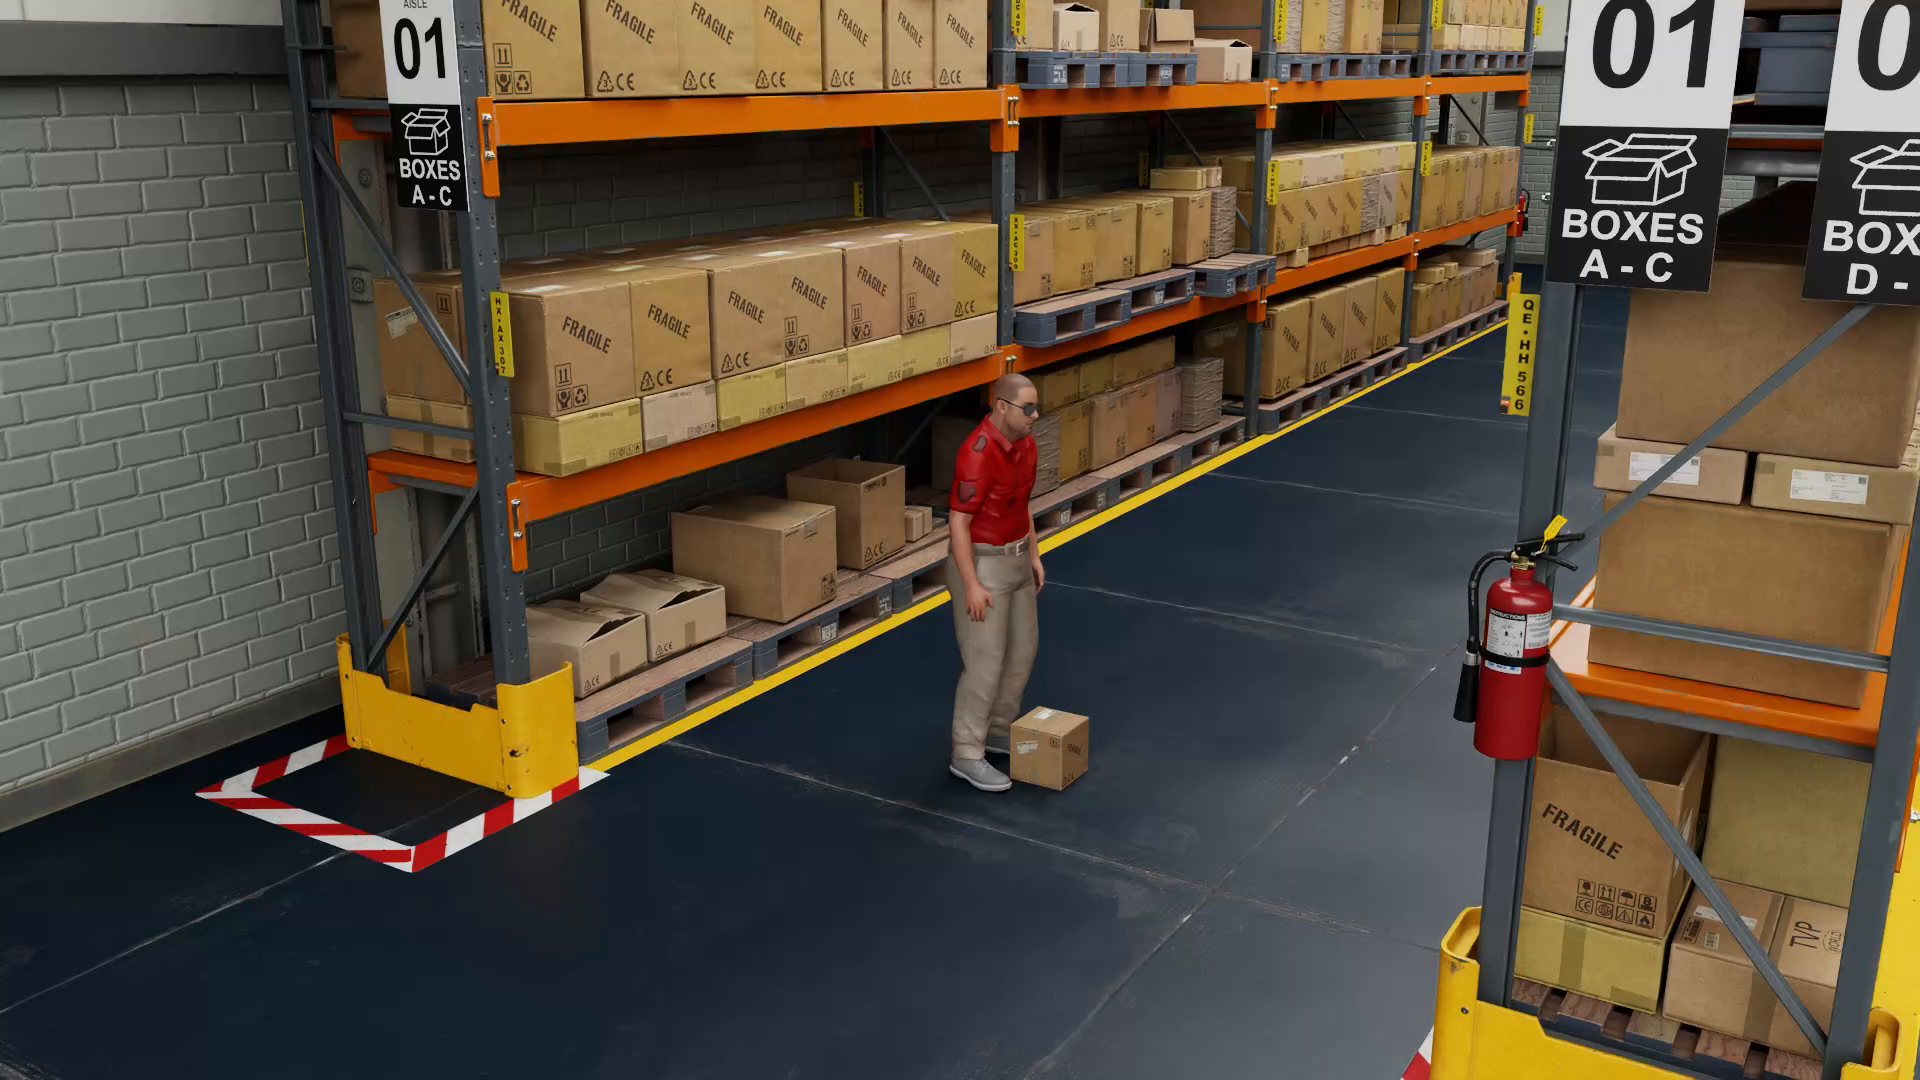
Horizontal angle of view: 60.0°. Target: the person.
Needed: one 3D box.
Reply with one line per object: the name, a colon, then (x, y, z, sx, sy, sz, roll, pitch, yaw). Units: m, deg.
person: (0.165, 0.147, 7.046, 0.392, 1.727, 0.585, 10, 19, 31)
